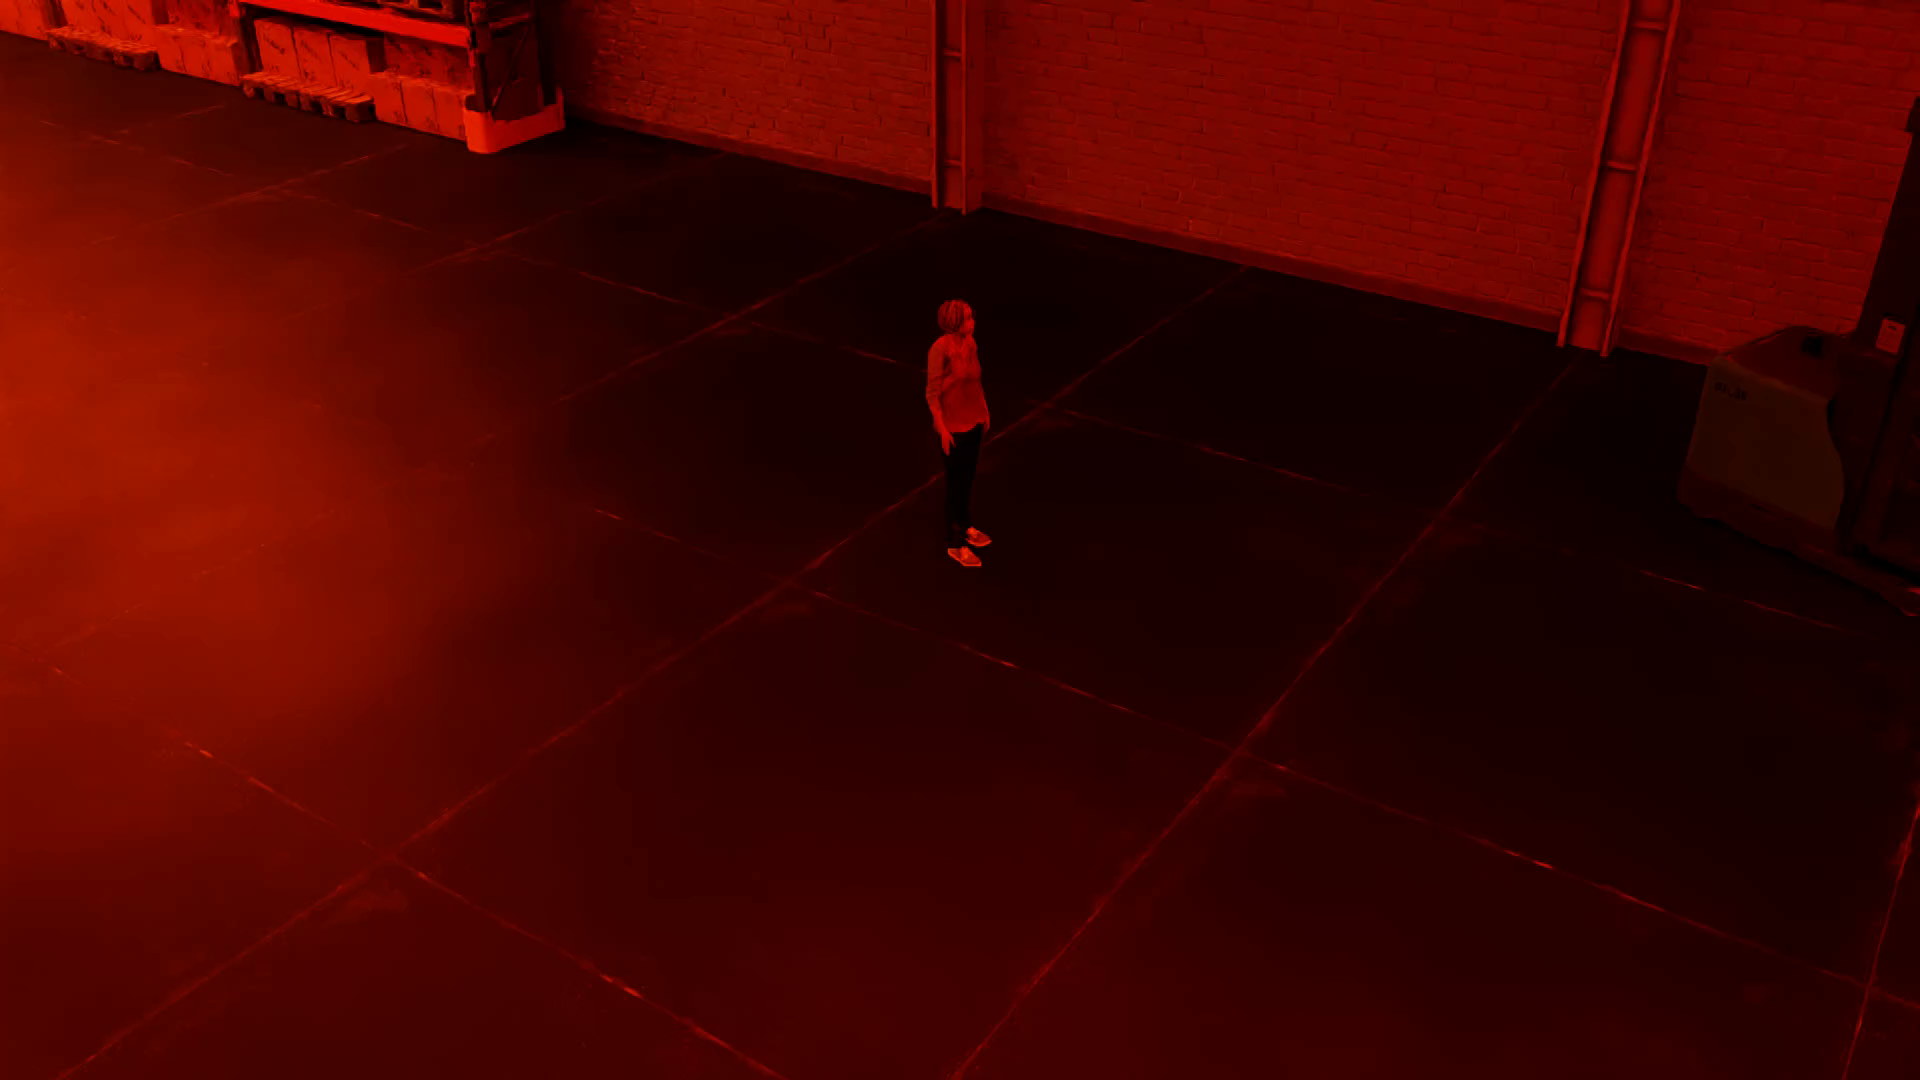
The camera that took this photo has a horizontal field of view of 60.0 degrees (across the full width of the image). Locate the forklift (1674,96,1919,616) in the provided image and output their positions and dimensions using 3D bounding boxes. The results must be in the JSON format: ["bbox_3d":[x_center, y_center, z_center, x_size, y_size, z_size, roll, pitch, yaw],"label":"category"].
[{"bbox_3d":[5.923,-1.022,9.341,1.130,2.935,3.031,-20,36,-31],"label":"forklift"}]

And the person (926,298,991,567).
[{"bbox_3d":[0.054,-0.670,10.050,0.474,1.597,0.520,19,35,29],"label":"person"}]
